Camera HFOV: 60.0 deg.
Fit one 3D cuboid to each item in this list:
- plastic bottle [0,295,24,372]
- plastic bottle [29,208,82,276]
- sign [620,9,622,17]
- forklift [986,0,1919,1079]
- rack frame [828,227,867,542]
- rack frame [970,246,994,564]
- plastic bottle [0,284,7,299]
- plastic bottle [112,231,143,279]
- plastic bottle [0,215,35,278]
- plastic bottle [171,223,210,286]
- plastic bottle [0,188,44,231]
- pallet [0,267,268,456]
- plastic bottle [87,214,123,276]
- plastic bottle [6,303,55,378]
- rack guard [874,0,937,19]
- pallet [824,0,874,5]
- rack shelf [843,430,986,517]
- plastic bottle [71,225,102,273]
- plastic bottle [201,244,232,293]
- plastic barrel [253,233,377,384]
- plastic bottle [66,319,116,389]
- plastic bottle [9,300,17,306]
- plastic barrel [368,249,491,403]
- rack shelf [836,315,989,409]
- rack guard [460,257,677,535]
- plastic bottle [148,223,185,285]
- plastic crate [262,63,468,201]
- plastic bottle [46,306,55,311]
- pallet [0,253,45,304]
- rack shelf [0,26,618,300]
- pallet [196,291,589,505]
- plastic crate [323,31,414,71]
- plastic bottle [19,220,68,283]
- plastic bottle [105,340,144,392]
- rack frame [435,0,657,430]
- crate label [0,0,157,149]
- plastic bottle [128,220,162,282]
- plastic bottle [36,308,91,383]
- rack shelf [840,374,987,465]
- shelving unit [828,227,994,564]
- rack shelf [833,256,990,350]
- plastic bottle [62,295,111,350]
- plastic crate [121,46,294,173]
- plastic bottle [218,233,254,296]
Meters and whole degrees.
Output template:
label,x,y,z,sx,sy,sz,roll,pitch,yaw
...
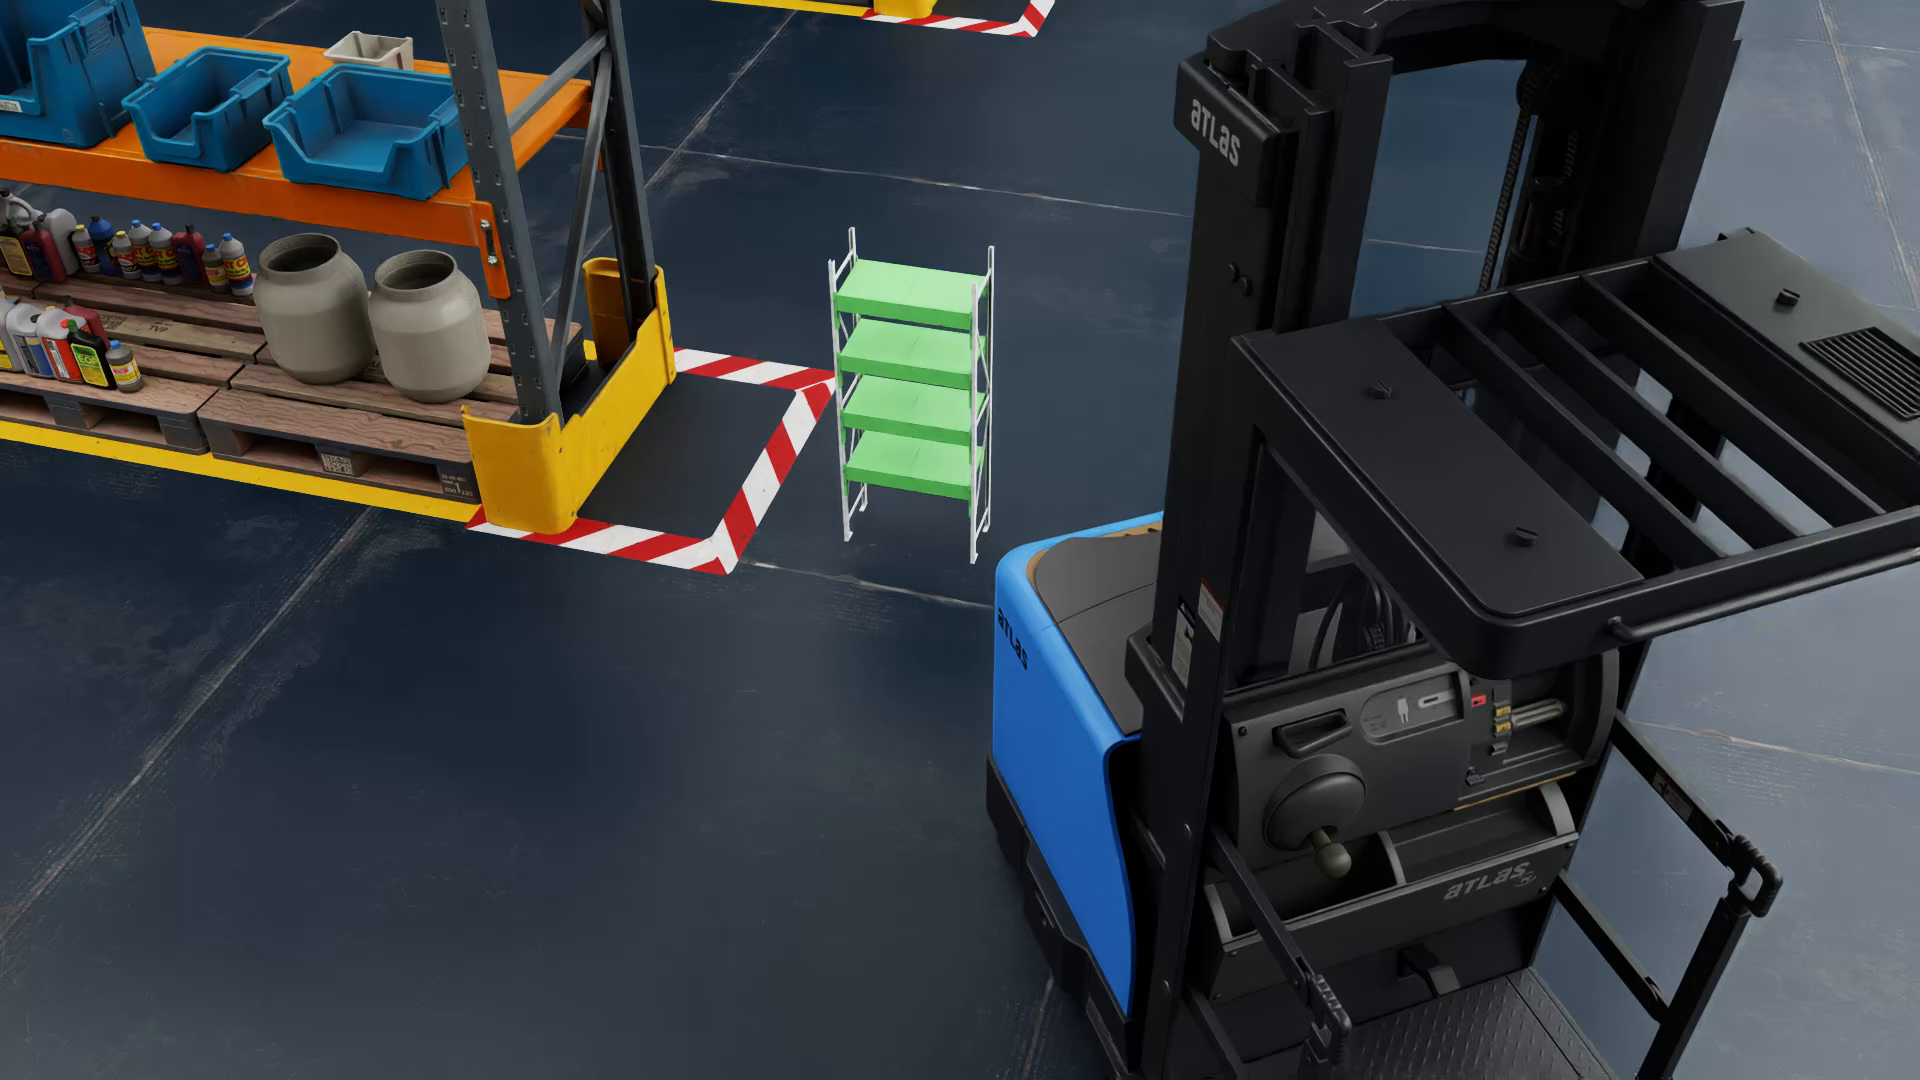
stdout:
label,x,y,z,sx,sy,sz,roll,pitch,yaw
plastic bottle,-3.845,-0.860,6.659,0.185,0.351,0.144,11,41,13
plastic bottle,-3.940,-1.313,7.257,0.135,0.276,0.152,10,41,12
sign,-1.279,-2.013,6.099,0.005,0.325,0.100,10,41,11
forklift,1.066,0.510,3.364,1.130,2.935,3.031,-13,42,-15
rack frame,-0.396,-0.528,5.945,0.015,1.200,0.240,10,41,11
rack frame,0.076,-0.446,5.849,0.015,1.200,0.240,10,41,11
plastic bottle,-4.010,-0.958,6.835,0.135,0.276,0.152,10,41,11
plastic bottle,-3.620,-1.248,7.237,0.097,0.201,0.097,0,40,0
plastic bottle,-4.097,-1.278,7.209,0.133,0.283,0.061,10,41,11
plastic bottle,-3.311,-1.238,7.162,0.133,0.283,0.061,10,41,12
plastic bottle,-4.096,-1.371,7.268,0.185,0.351,0.144,10,41,11
pallet,-3.470,-0.824,7.067,1.213,0.211,1.003,10,41,11
plastic bottle,-3.720,-1.292,7.235,0.097,0.271,0.097,0,40,0
plastic bottle,-3.684,-0.806,6.653,0.135,0.276,0.152,9,41,10
rack guard,-0.219,-3.698,10.265,0.348,0.500,1.175,10,41,11
pallet,-0.994,-3.745,10.545,1.213,0.211,1.003,10,41,11
rack shelf,-0.160,-0.254,6.092,0.480,0.148,0.258,10,41,11
plastic bottle,-3.819,-1.282,7.278,0.097,0.201,0.097,0,40,0
plastic bottle,-3.197,-1.175,7.150,0.097,0.201,0.097,0,40,0
plastic barrel,-2.565,-0.919,6.620,0.421,0.512,0.421,0,40,0
plastic bottle,-3.431,-0.735,6.563,0.133,0.283,0.061,11,41,12
plastic bottle,-3.856,-0.885,6.805,0.097,0.201,0.097,0,40,0
plastic barrel,-2.081,-0.836,6.521,0.421,0.512,0.421,0,40,0
rack shelf,-0.160,-0.622,5.784,0.480,0.148,0.258,10,41,11
rack guard,-1.511,-0.592,6.566,0.348,0.500,1.175,10,41,11
plastic bottle,-3.428,-1.242,7.175,0.097,0.271,0.097,0,40,0
plastic crate,-1.987,-1.406,5.708,0.616,0.251,0.499,10,41,11
plastic bottle,-3.669,-0.858,6.773,0.097,0.201,0.097,0,40,0
pallet,-4.652,-1.025,7.307,1.213,0.211,1.003,10,41,11
rack shelf,-3.358,-1.623,6.409,4.000,0.370,1.077,10,41,11
pallet,-2.295,-0.620,6.824,1.213,0.211,1.003,10,41,11
plastic crate,-2.207,-1.814,6.282,0.250,0.136,0.298,10,41,11
plastic bottle,-3.967,-1.250,7.176,0.133,0.283,0.061,10,41,11
plastic bottle,-3.313,-0.696,6.580,0.097,0.201,0.097,0,40,0
rack frame,-1.426,-1.566,5.782,0.127,3.000,1.000,10,41,11
crate label,-3.274,-1.717,5.935,0.616,0.435,0.502,10,41,11
plastic bottle,-3.524,-1.258,7.195,0.097,0.271,0.097,0,40,0
plastic bottle,-3.550,-0.783,6.626,0.135,0.276,0.152,10,41,12
rack shelf,-0.160,-0.438,5.938,0.480,0.148,0.258,10,41,11
shelving unit,-0.160,-0.487,5.897,0.503,1.200,0.258,10,41,11
rack shelf,-0.160,-0.806,5.629,0.480,0.148,0.258,10,41,11
plastic bottle,-3.523,-0.852,6.702,0.133,0.283,0.061,10,41,11
plastic crate,-2.612,-1.518,5.840,0.408,0.251,0.499,10,41,11
plastic bottle,-3.097,-1.185,7.107,0.097,0.271,0.097,0,40,0
